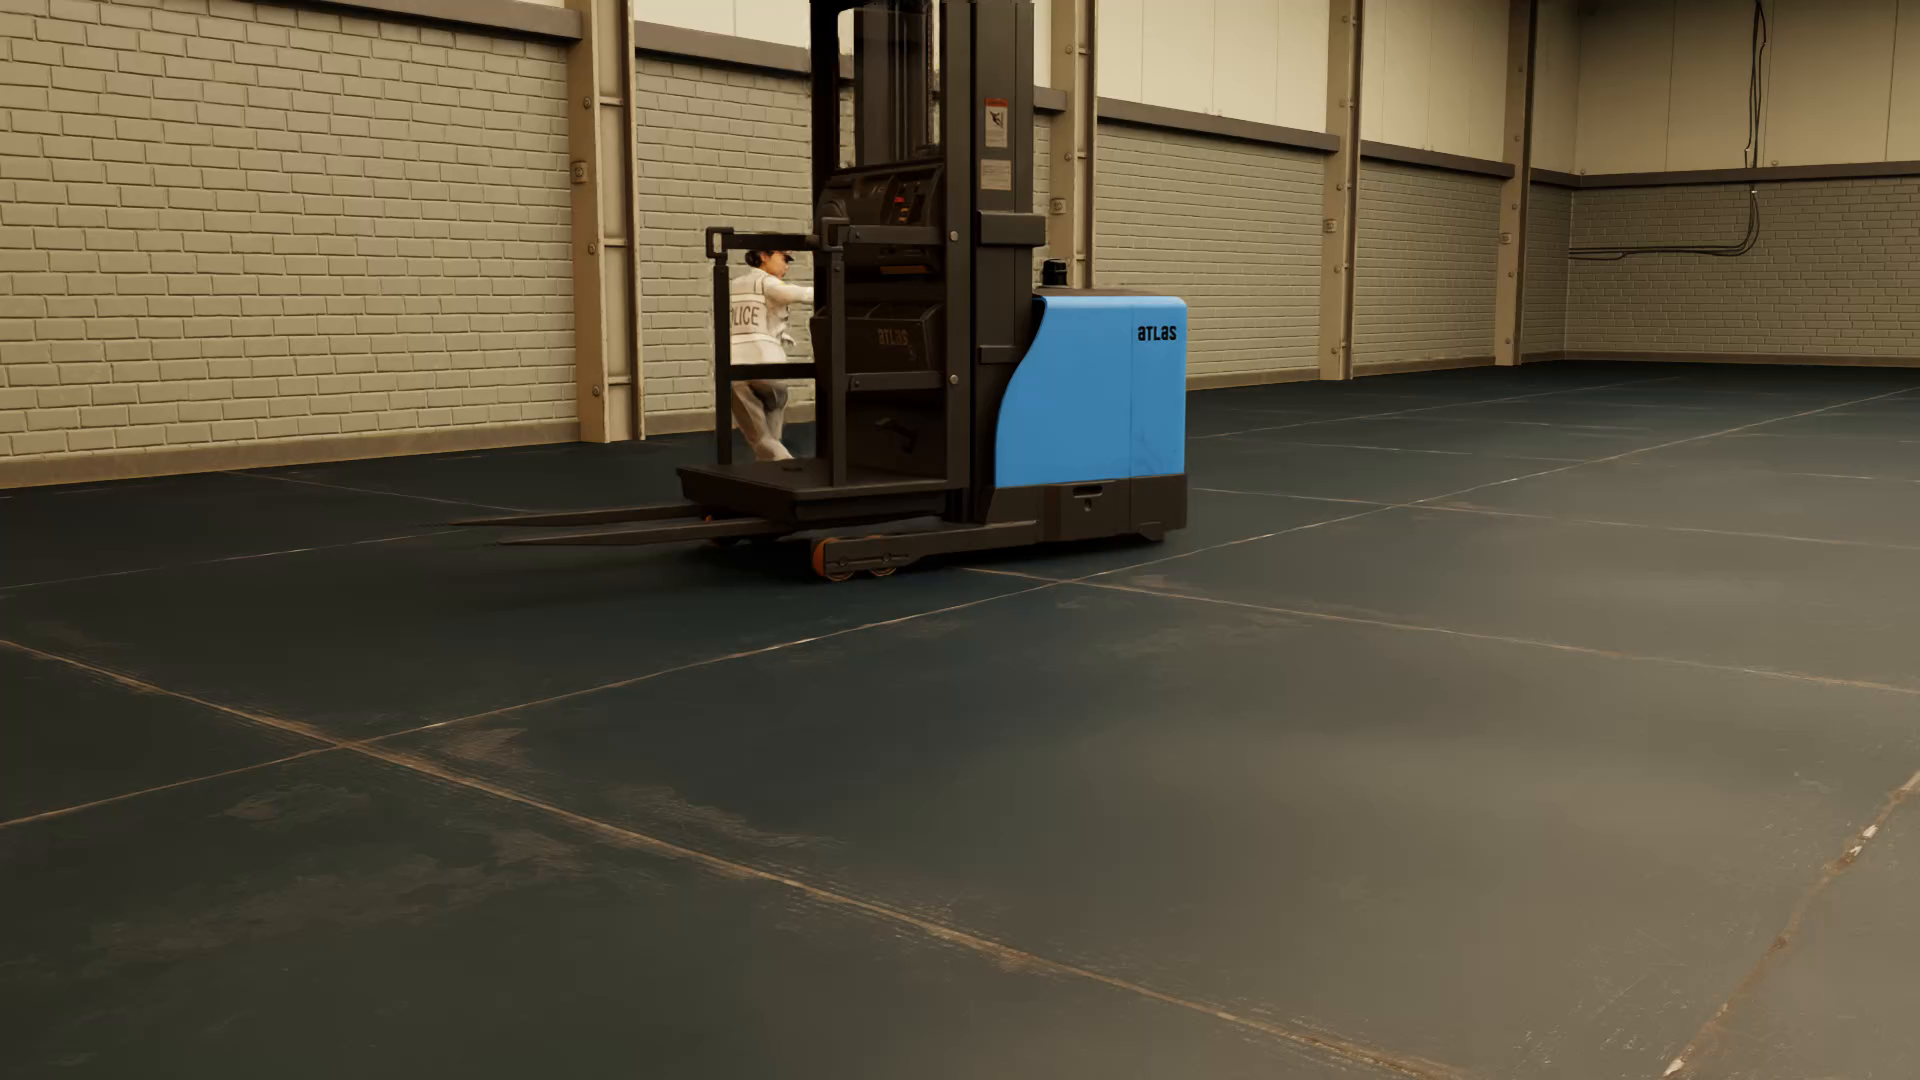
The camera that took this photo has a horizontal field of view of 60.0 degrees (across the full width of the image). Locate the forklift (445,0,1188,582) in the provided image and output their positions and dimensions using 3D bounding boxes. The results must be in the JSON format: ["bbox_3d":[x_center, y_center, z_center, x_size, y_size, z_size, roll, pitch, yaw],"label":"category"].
[{"bbox_3d":[-0.515,-1.379,6.704,3.031,2.935,1.130,-5,10,-33],"label":"forklift"}]

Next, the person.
[{"bbox_3d":[-0.882,-0.916,8.873,0.791,1.440,1.065,1,8,10],"label":"person"}]
